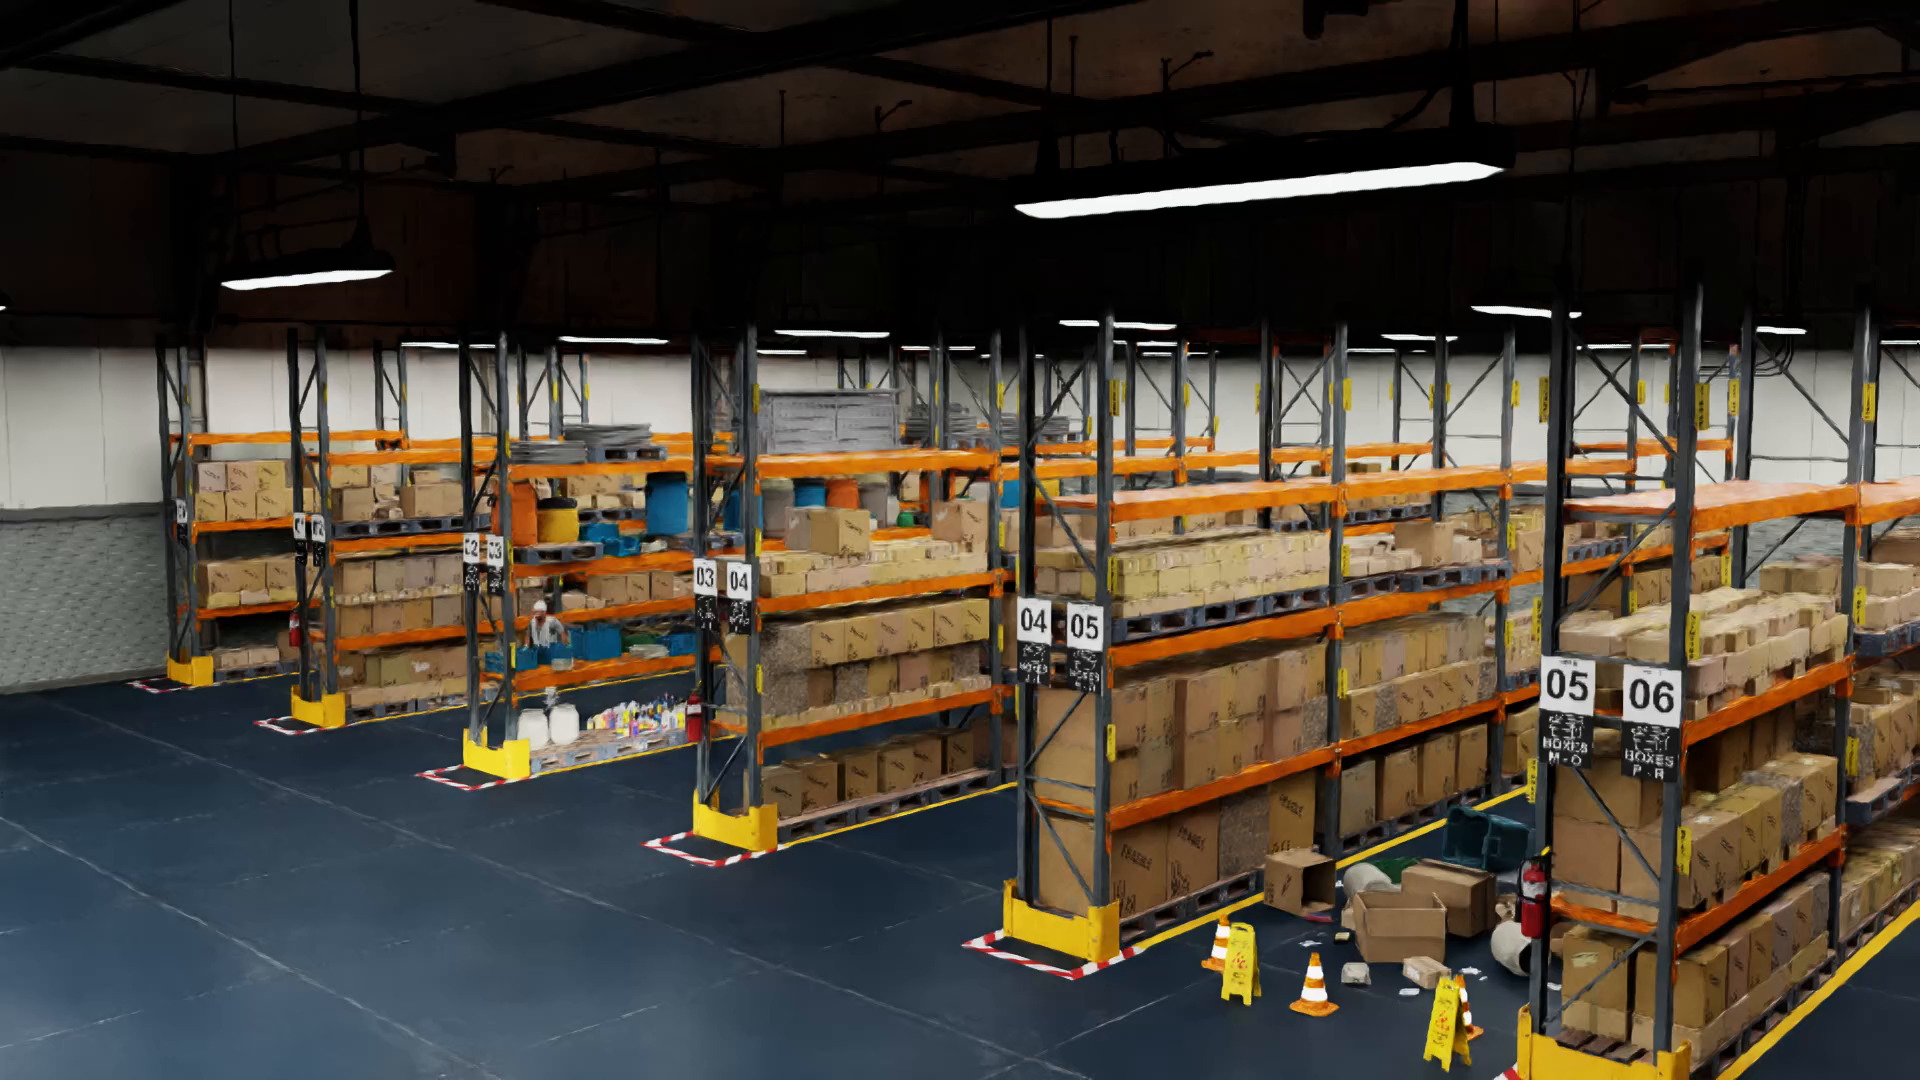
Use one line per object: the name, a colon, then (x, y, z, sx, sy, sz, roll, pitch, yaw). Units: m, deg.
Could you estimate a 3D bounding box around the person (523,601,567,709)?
person: (-6.581, 1.813, 26.483, 0.685, 1.722, 0.805, 2, 6, 25)
